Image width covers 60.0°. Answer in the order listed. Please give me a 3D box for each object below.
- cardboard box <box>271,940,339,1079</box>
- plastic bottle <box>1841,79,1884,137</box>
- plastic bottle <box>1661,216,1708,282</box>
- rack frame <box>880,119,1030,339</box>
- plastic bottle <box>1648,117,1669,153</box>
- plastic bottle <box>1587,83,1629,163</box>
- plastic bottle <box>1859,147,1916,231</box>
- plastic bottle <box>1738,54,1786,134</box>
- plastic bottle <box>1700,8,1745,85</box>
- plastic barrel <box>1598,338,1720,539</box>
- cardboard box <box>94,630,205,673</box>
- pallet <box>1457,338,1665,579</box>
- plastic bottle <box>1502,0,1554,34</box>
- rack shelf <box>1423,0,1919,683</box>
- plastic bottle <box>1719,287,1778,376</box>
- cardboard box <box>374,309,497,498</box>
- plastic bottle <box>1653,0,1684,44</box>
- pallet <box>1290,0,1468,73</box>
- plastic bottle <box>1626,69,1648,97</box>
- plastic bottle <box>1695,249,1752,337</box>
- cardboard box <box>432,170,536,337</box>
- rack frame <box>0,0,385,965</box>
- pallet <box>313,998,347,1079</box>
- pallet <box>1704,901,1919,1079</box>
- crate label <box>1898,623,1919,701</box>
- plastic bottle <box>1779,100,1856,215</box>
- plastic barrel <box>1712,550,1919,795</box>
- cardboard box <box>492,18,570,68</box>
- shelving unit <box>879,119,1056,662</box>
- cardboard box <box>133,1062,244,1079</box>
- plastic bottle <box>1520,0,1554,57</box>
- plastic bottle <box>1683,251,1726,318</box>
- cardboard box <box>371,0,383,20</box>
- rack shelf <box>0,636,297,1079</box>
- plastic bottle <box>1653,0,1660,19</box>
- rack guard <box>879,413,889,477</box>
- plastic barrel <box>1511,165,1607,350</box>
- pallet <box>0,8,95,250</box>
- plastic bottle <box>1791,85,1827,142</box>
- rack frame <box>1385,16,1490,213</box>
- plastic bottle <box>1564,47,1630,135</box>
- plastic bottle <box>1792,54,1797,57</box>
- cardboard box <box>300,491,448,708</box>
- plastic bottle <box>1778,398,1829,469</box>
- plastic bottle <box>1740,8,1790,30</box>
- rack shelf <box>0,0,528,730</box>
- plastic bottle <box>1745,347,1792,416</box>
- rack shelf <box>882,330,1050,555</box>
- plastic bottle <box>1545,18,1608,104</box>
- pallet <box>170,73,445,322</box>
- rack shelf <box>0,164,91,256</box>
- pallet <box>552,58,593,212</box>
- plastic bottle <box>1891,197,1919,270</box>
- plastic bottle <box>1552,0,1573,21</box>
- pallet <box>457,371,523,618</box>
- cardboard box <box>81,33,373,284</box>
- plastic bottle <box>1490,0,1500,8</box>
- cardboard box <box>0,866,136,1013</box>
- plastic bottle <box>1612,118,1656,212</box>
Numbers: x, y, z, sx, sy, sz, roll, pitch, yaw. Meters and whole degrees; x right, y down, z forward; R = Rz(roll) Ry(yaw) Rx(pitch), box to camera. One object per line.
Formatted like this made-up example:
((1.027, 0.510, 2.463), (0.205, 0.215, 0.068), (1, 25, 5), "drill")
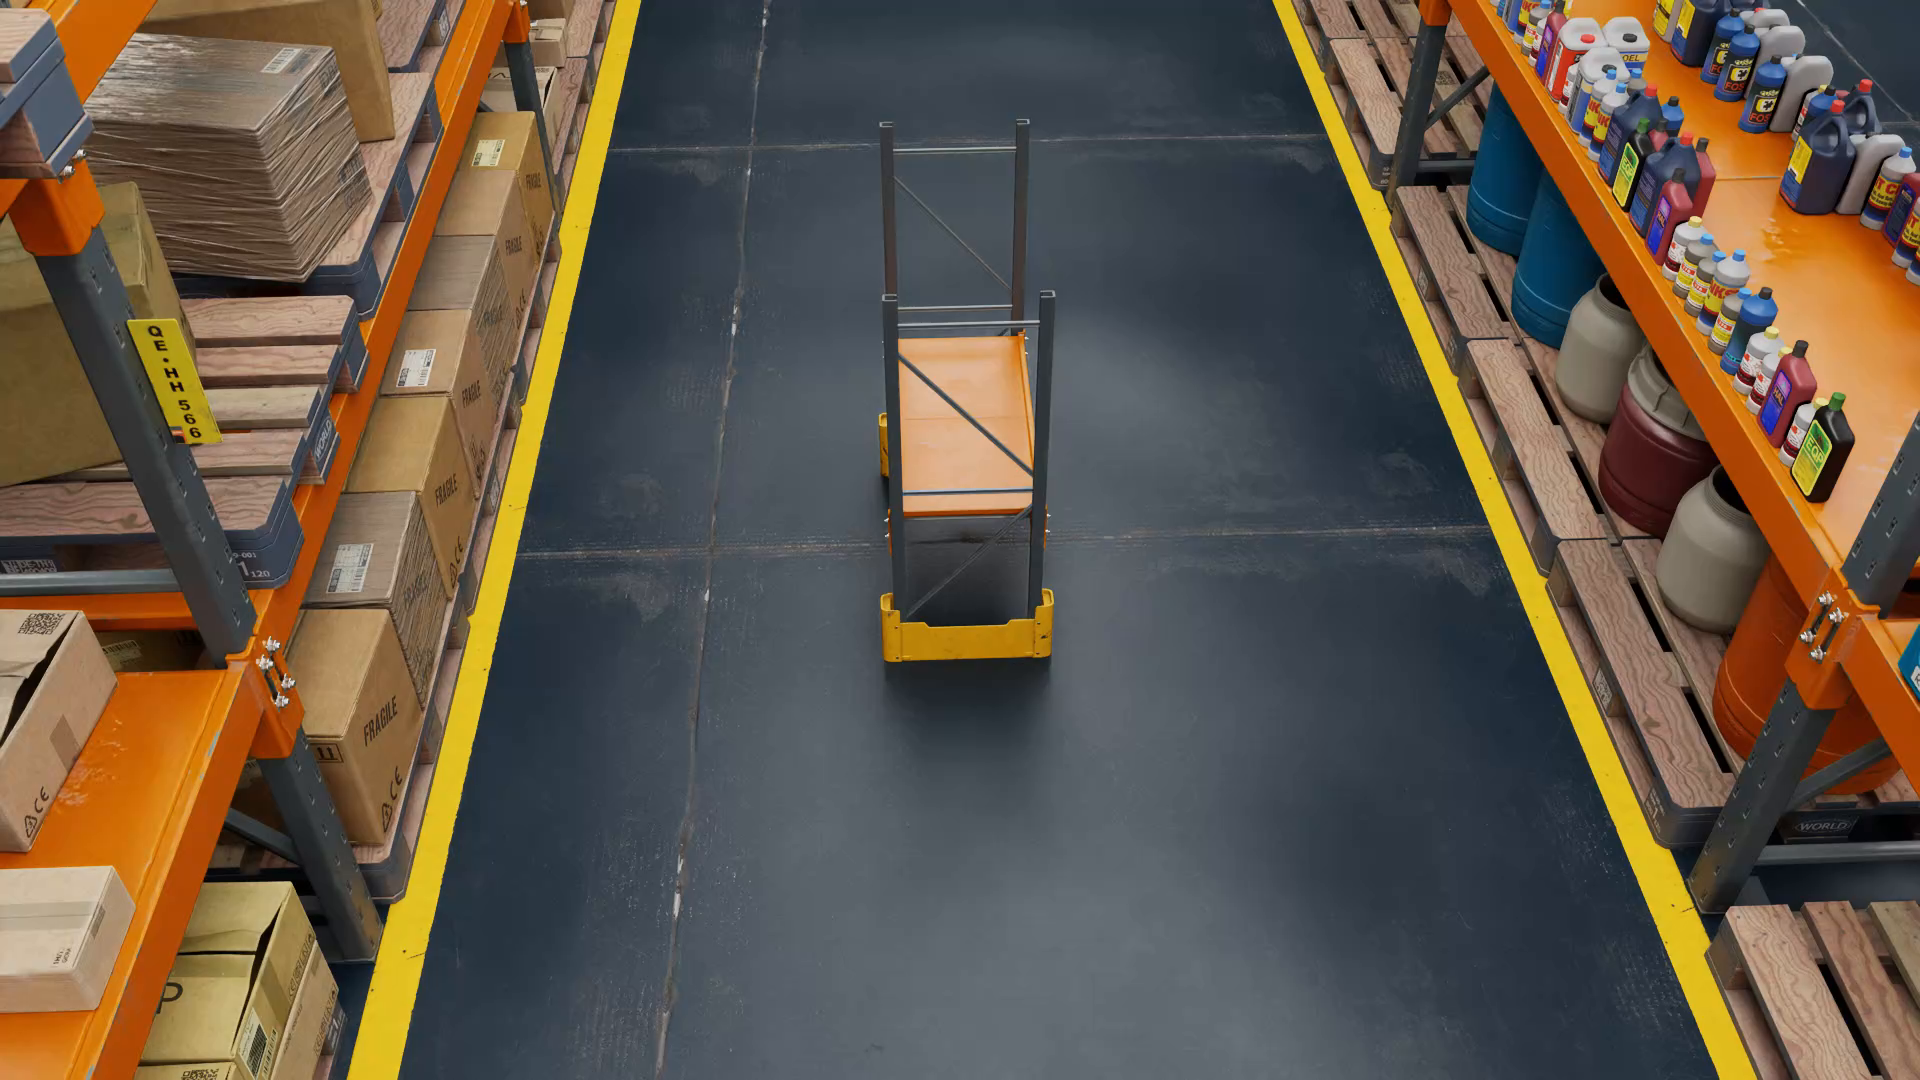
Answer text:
((-1.955, 1.319, 4.316), (0.500, 0.250, 0.500), (-1, 43, -1), "cardboard box")
((2.971, -1.355, 5.545), (0.144, 0.351, 0.185), (-2, 43, -2), "plastic bottle")
((2.259, -0.910, 5.170), (0.097, 0.201, 0.097), (0, 43, 0), "plastic bottle")
((-0.018, -0.838, 6.055), (0.500, 1.500, 0.032), (-2, 43, -2), "rack frame")
((2.283, -1.234, 5.463), (0.061, 0.283, 0.133), (-2, 43, -2), "plastic bottle")
((2.228, -1.431, 5.687), (0.097, 0.271, 0.097), (0, 43, 0), "plastic bottle")
((3.006, -1.141, 5.370), (0.097, 0.271, 0.097), (0, 43, 0), "plastic bottle")
((2.826, -1.574, 5.842), (0.097, 0.271, 0.097), (0, 43, 0), "plastic bottle")
((2.811, -1.821, 6.112), (0.097, 0.271, 0.097), (0, 43, 0), "plastic bottle")
((2.642, -0.386, 5.925), (0.600, 0.588, 0.708), (-2, 43, -2), "plastic barrel")
((-2.496, 0.246, 5.286), (0.500, 0.500, 0.500), (0, 43, 0), "cardboard box")
((2.604, -0.353, 6.479), (1.003, 0.211, 1.213), (-2, 43, -2), "pallet")
((2.212, -2.112, 6.426), (0.152, 0.276, 0.135), (-2, 43, -2), "plastic bottle")
((2.643, -1.113, 5.777), (1.077, 0.370, 4.000), (-2, 43, -2), "rack shelf")
((2.279, -0.607, 4.788), (0.097, 0.271, 0.097), (0, 43, 0), "plastic bottle")
((-2.027, -0.489, 6.088), (0.500, 0.500, 0.500), (-3, 43, -3), "cardboard box")
((2.780, -2.095, 6.352), (0.144, 0.351, 0.185), (-2, 43, -2), "plastic bottle")
((2.433, -3.021, 9.390), (1.003, 0.211, 1.213), (-2, 43, -2), "pallet")
((2.370, -1.566, 5.886), (0.097, 0.201, 0.097), (0, 43, 0), "plastic bottle")
((2.271, -0.739, 4.931), (0.097, 0.271, 0.097), (0, 43, 0), "plastic bottle")
((-2.071, -1.171, 6.832), (0.500, 0.500, 0.500), (-2, 43, -2), "cardboard box")
((-2.221, 0.112, 3.908), (1.000, 3.000, 0.127), (-2, 43, -2), "rack frame")
((-2.225, 1.696, 4.243), (1.003, 0.211, 1.213), (-2, 43, -2), "pallet")
((2.722, 1.524, 4.431), (1.003, 0.211, 1.213), (-2, 43, -2), "pallet")
((2.371, 0.329, 3.795), (0.303, 0.233, 0.416), (-2, 43, -2), "crate label")
((2.824, -1.260, 5.441), (0.144, 0.351, 0.185), (-2, 43, -2), "plastic bottle")
((2.690, 0.287, 5.012), (0.600, 0.830, 0.708), (-2, 43, -2), "plastic barrel")
((-2.240, -2.580, 8.616), (0.380, 0.166, 0.250), (-2, 43, -2), "cardboard box")
((0.003, -0.501, 5.687), (0.587, 1.500, 1.083), (-2, 43, -2), "shelving unit")
((-1.925, 1.461, 3.745), (0.500, 0.311, 0.500), (-2, 43, -2), "cardboard box")
((2.194, -1.940, 6.294), (0.097, 0.201, 0.097), (0, 43, 0), "plastic bottle")
((2.267, -0.778, 5.026), (0.097, 0.201, 0.097), (0, 43, 0), "plastic bottle")
((-2.502, -1.992, 5.818), (0.700, 0.500, 0.500), (5, 43, 5), "cardboard box")
((-2.136, 1.727, 2.678), (1.077, 0.370, 4.000), (-2, 43, -2), "rack shelf")
((2.789, -2.136, 6.507), (0.097, 0.201, 0.097), (0, 43, 0), "plastic bottle")
((-0.018, -0.377, 6.476), (0.587, 0.250, 0.087), (-2, 43, -2), "rack guard")
((2.594, -1.264, 6.651), (0.600, 0.901, 0.708), (-2, 43, -2), "plastic barrel")
((-2.103, -0.469, 2.462), (1.213, 0.211, 1.003), (0, 43, 0), "pallet")
((2.982, -1.486, 5.799), (0.097, 0.201, 0.097), (0, 43, 0), "plastic bottle")
((2.558, -2.728, 7.007), (1.000, 3.000, 0.127), (-2, 43, -2), "rack frame")
((2.246, -1.578, 5.843), (0.152, 0.276, 0.135), (-2, 43, -2), "plastic bottle")
((2.972, -1.643, 5.970), (0.097, 0.201, 0.097), (0, 43, 0), "plastic bottle")
((-1.983, 0.202, 5.334), (0.500, 0.500, 0.500), (-3, 43, -3), "cardboard box")
((2.298, -0.294, 4.498), (0.097, 0.201, 0.097), (0, 43, 0), "plastic bottle")
((2.934, -1.839, 6.128), (0.152, 0.276, 0.135), (-2, 43, -2), "plastic bottle")
((-2.306, -0.973, 5.624), (1.077, 0.370, 4.000), (-2, 43, -2), "rack shelf")
((2.288, -0.450, 4.668), (0.097, 0.201, 0.097), (0, 43, 0), "plastic bottle")
((0.004, -0.363, 5.802), (0.538, 0.185, 1.000), (-2, 43, -2), "rack shelf")
((2.236, -1.734, 6.014), (0.152, 0.276, 0.135), (-2, 43, -2), "plastic bottle")
((-2.309, -1.130, 5.405), (1.003, 0.211, 1.213), (-2, 43, -2), "pallet")
((-2.136, 0.621, 1.665), (1.077, 0.370, 4.000), (-2, 43, -2), "rack shelf")
((-2.419, -2.024, 8.303), (1.003, 0.211, 1.213), (-2, 43, -2), "pallet")
((3.015, -0.985, 5.200), (0.097, 0.271, 0.097), (0, 43, 0), "plastic bottle")
((2.336, -2.101, 6.469), (0.097, 0.201, 0.097), (0, 43, 0), "plastic bottle")
((-2.264, -0.187, 6.298), (1.003, 0.211, 1.213), (-2, 43, -2), "pallet")
((-2.209, -1.125, 4.873), (0.700, 0.500, 0.500), (6, 43, 6), "cardboard box")
((2.176, -2.228, 6.608), (0.097, 0.201, 0.097), (0, 43, 0), "plastic bottle")
((-1.907, 0.803, 3.340), (0.380, 0.149, 0.250), (-2, 43, -2), "cardboard box")
((2.222, -1.232, 5.461), (0.061, 0.283, 0.133), (-2, 43, -2), "plastic bottle")
